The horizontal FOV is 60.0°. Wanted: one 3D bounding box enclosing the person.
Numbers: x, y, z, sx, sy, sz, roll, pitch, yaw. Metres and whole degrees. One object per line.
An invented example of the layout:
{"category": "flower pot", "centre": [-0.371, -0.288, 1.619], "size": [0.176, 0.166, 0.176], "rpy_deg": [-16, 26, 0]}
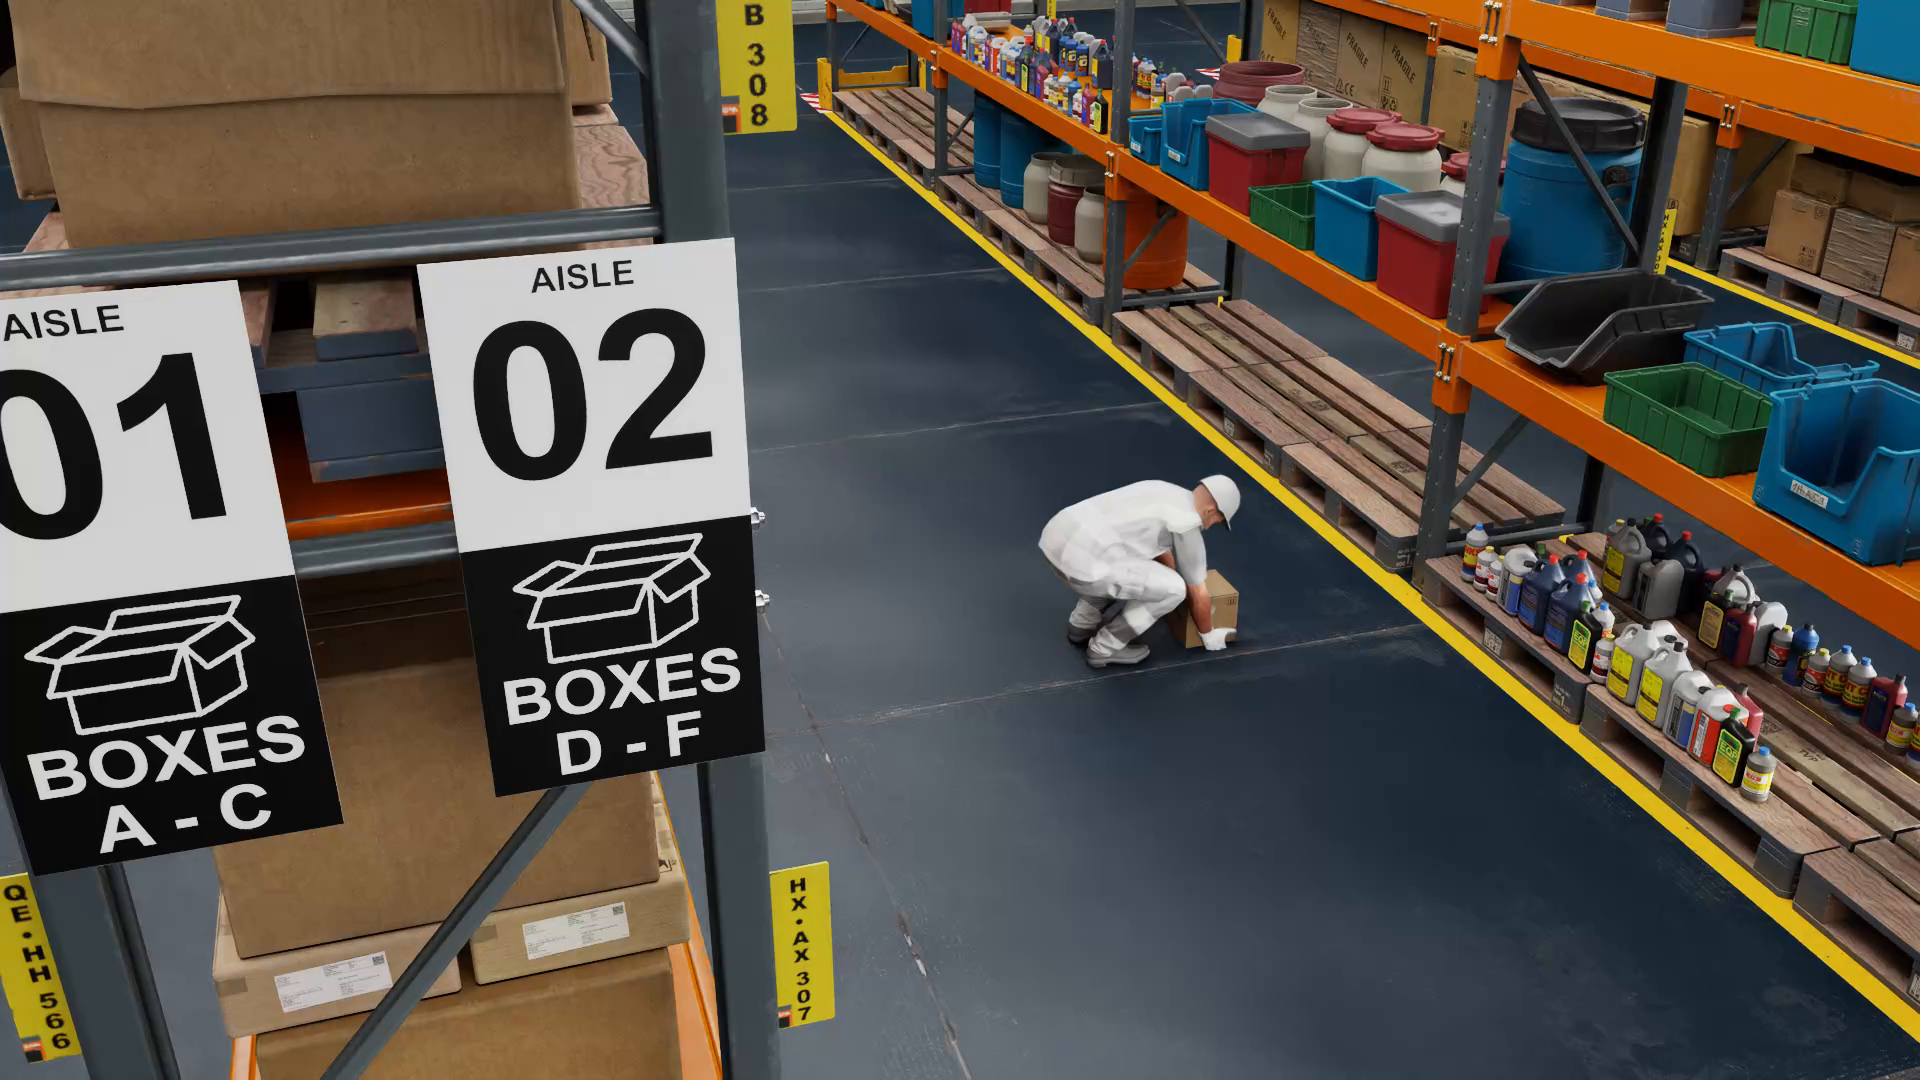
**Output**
{"category": "person", "centre": [0.823, 0.123, 7.498], "size": [0.955, 0.771, 0.523], "rpy_deg": [-9, 27, -17]}
